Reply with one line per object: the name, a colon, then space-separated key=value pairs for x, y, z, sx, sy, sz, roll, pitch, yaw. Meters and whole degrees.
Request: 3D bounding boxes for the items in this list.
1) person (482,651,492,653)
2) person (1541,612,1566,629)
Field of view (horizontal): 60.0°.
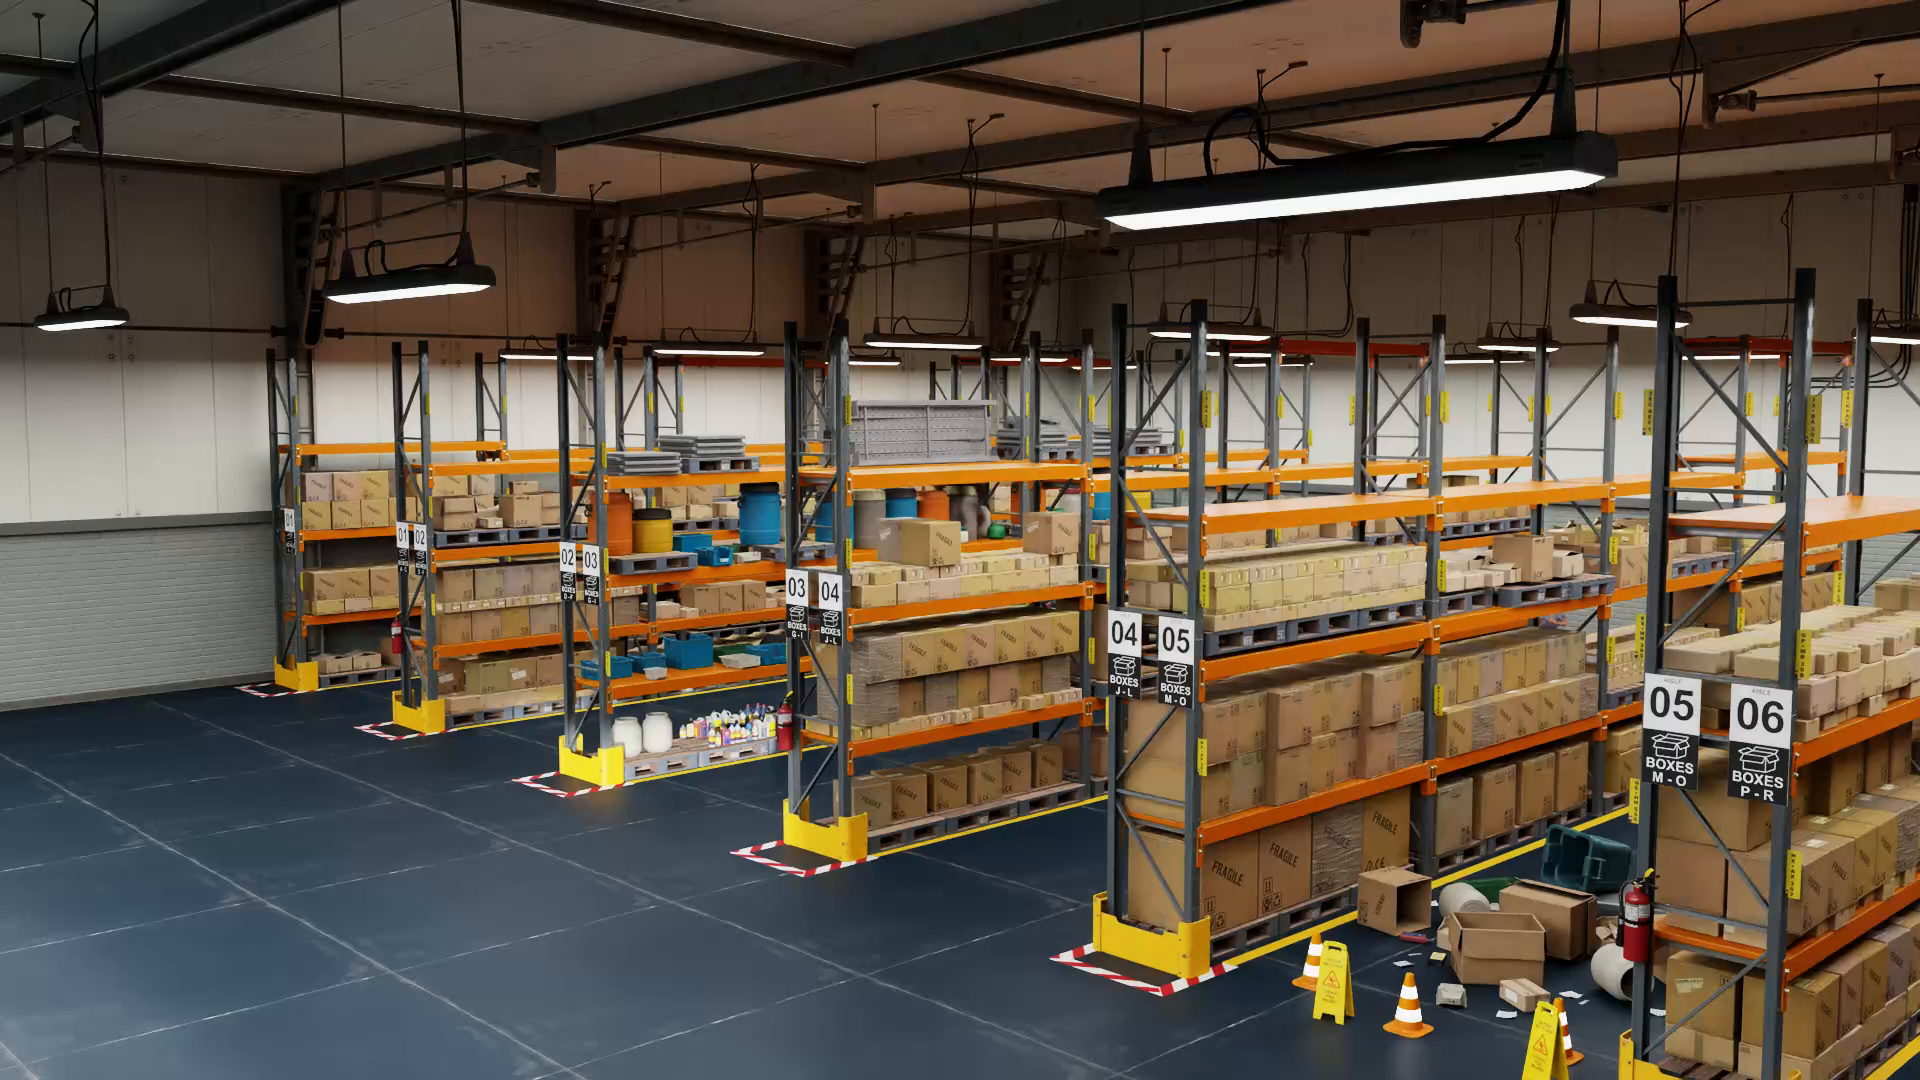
person: x=-8.084 y=1.925 z=28.525 sx=0.533 sy=1.562 sz=0.904 roll=3 pitch=6 yaw=34
person: x=10.920 y=1.743 z=30.977 sx=0.676 sy=1.518 sz=0.841 roll=2 pitch=5 yaw=17
